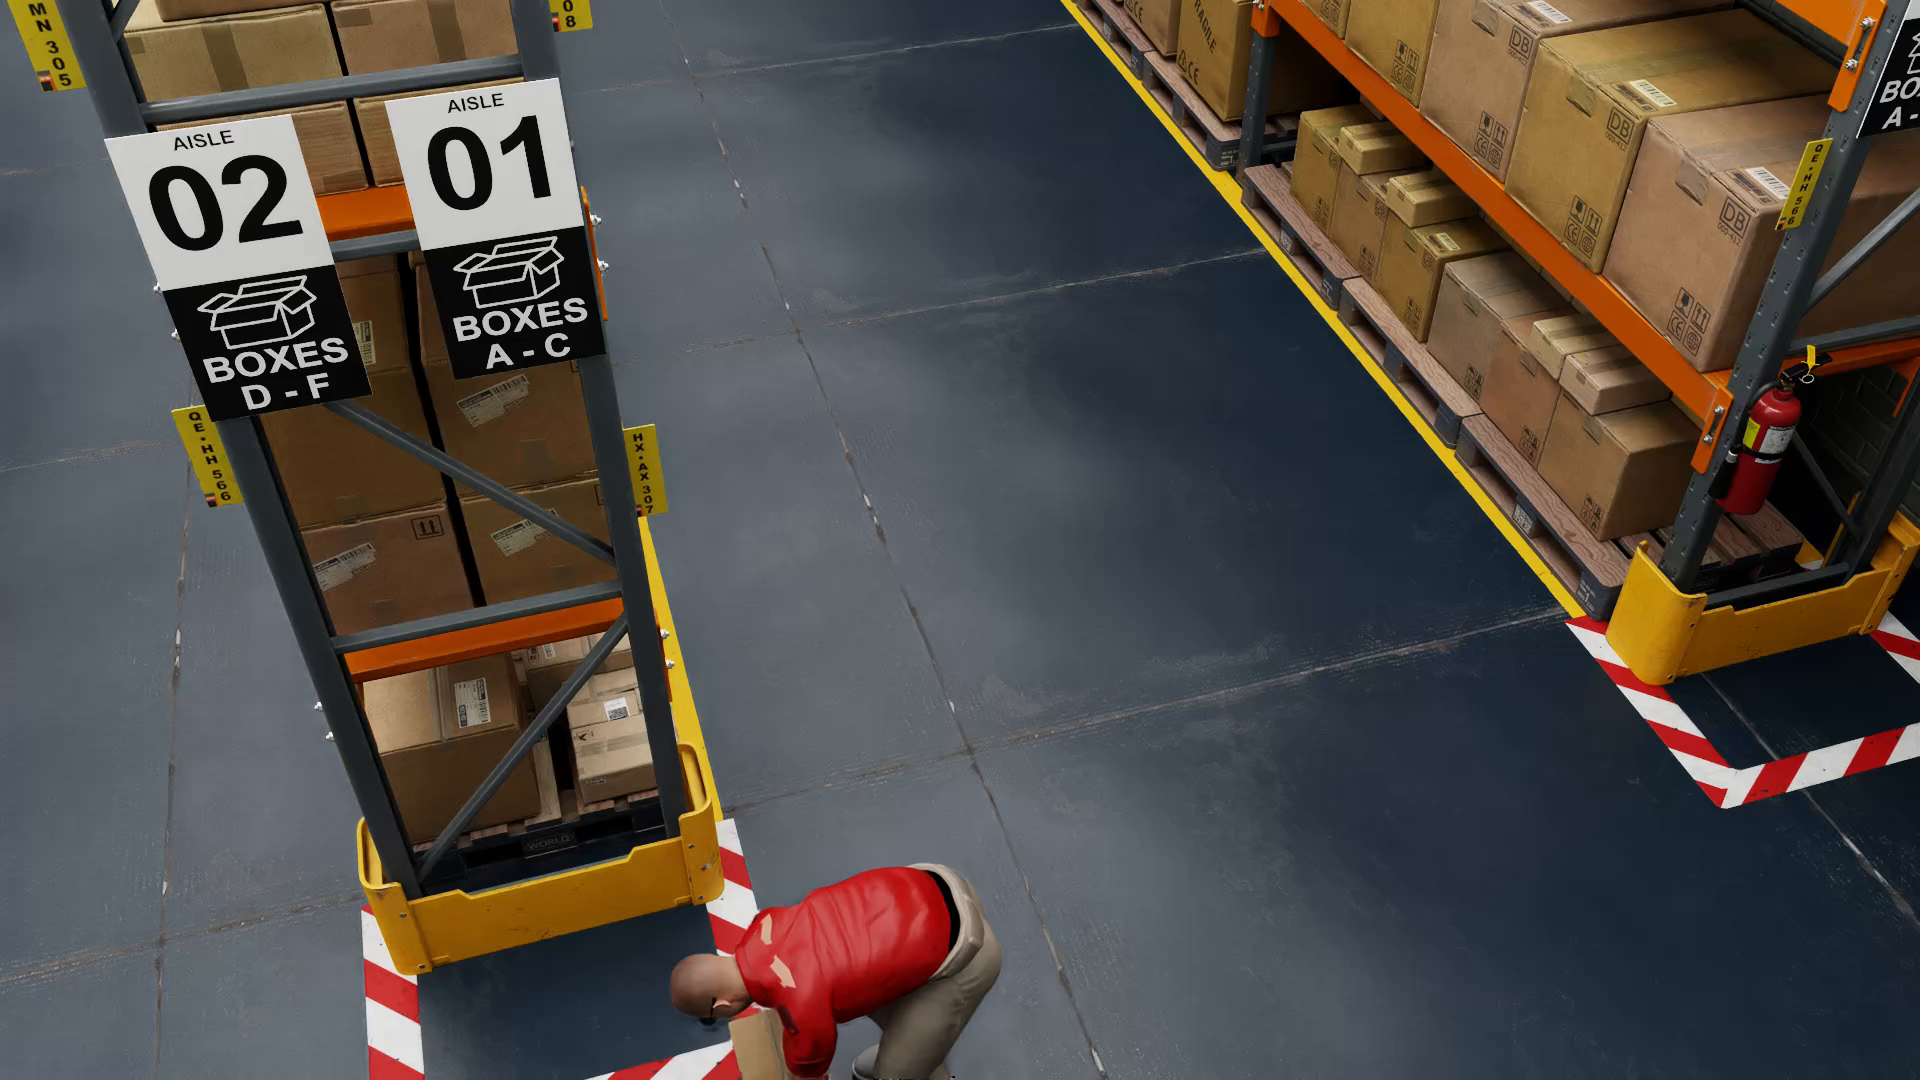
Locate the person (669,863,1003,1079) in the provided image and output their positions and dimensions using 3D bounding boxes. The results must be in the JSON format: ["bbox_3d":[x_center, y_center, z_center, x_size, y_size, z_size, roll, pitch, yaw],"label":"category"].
[{"bbox_3d":[-0.357,1.472,5.025,0.959,1.078,0.498,-13,44,-14],"label":"person"}]
